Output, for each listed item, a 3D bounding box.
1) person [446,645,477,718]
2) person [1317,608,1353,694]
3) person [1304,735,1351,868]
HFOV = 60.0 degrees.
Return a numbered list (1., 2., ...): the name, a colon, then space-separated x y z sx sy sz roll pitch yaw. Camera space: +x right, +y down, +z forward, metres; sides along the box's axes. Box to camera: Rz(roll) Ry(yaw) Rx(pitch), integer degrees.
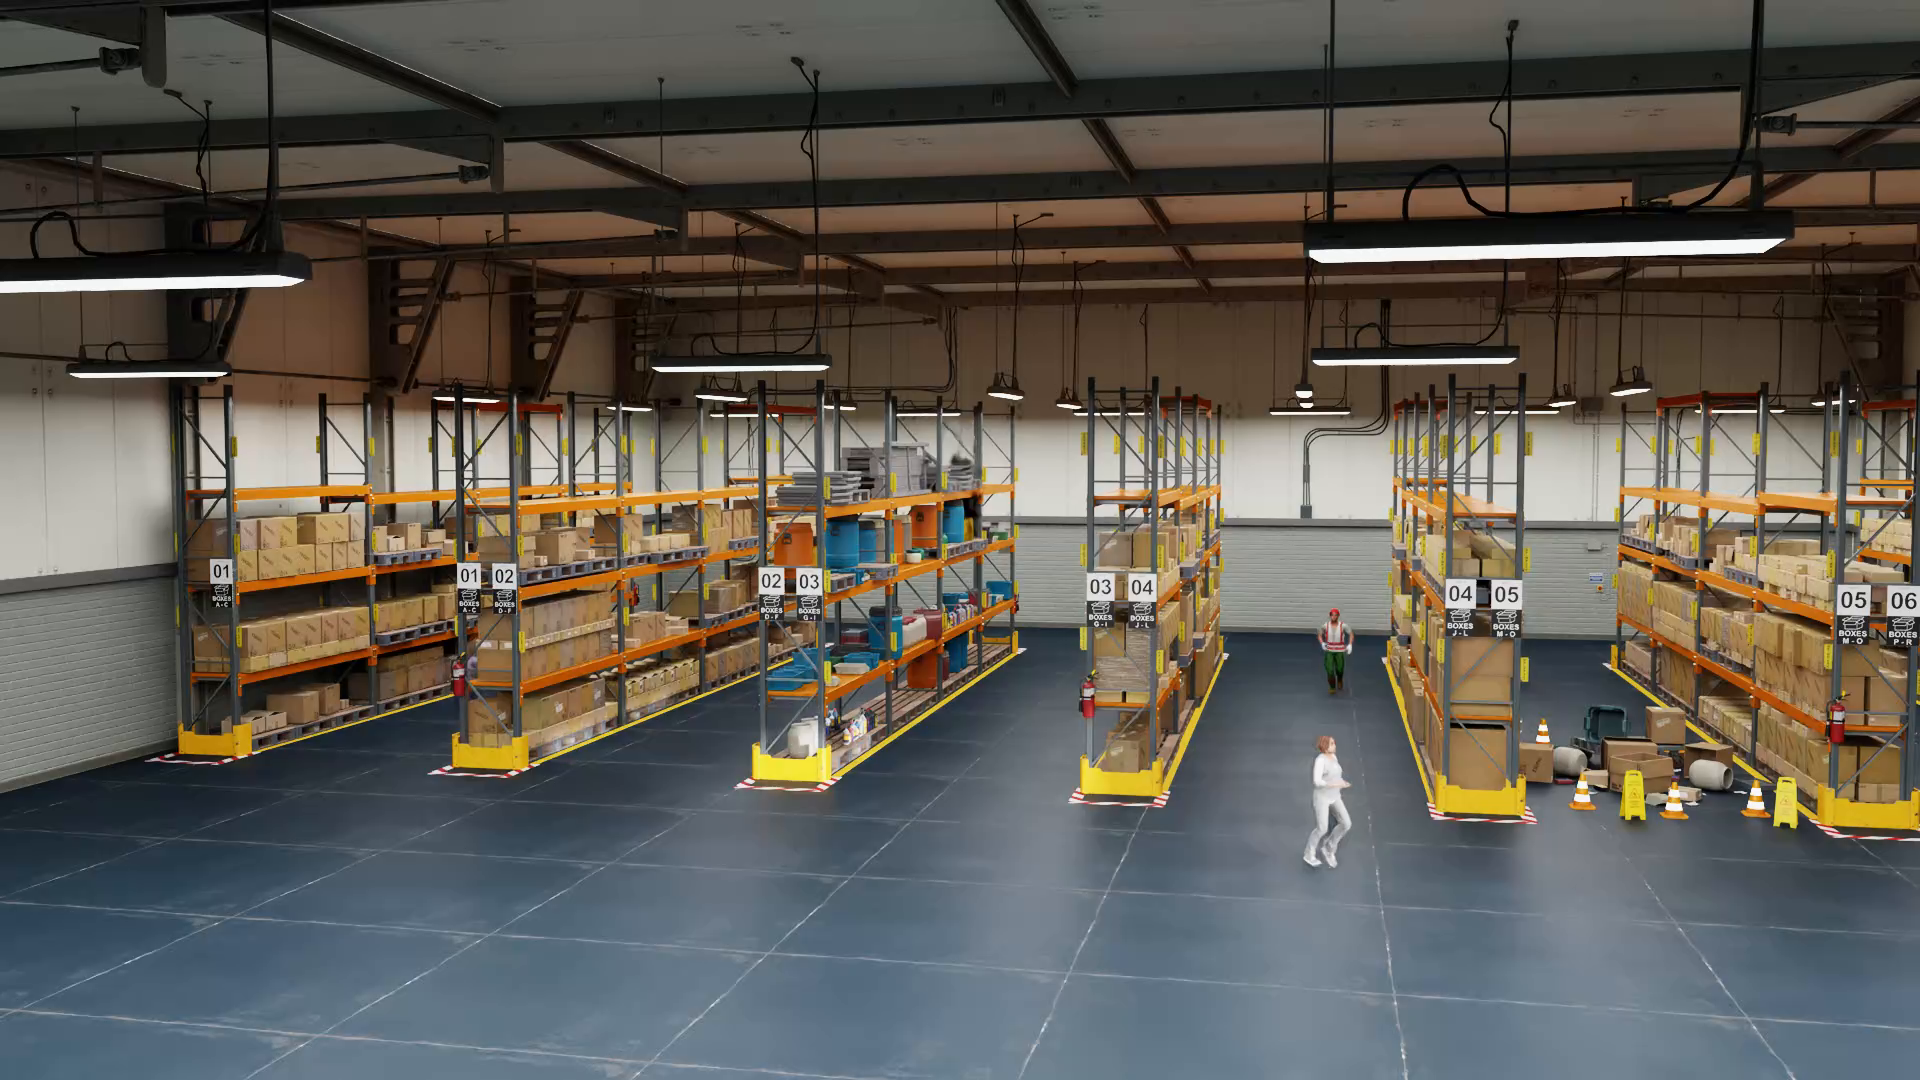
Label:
1. person: -8.549 2.594 28.613 0.580 1.662 0.685 0 3 1
2. person: 7.571 2.250 33.569 0.708 1.742 0.624 1 3 16
3. person: 4.357 3.096 19.668 0.573 1.597 0.638 -3 4 -43
